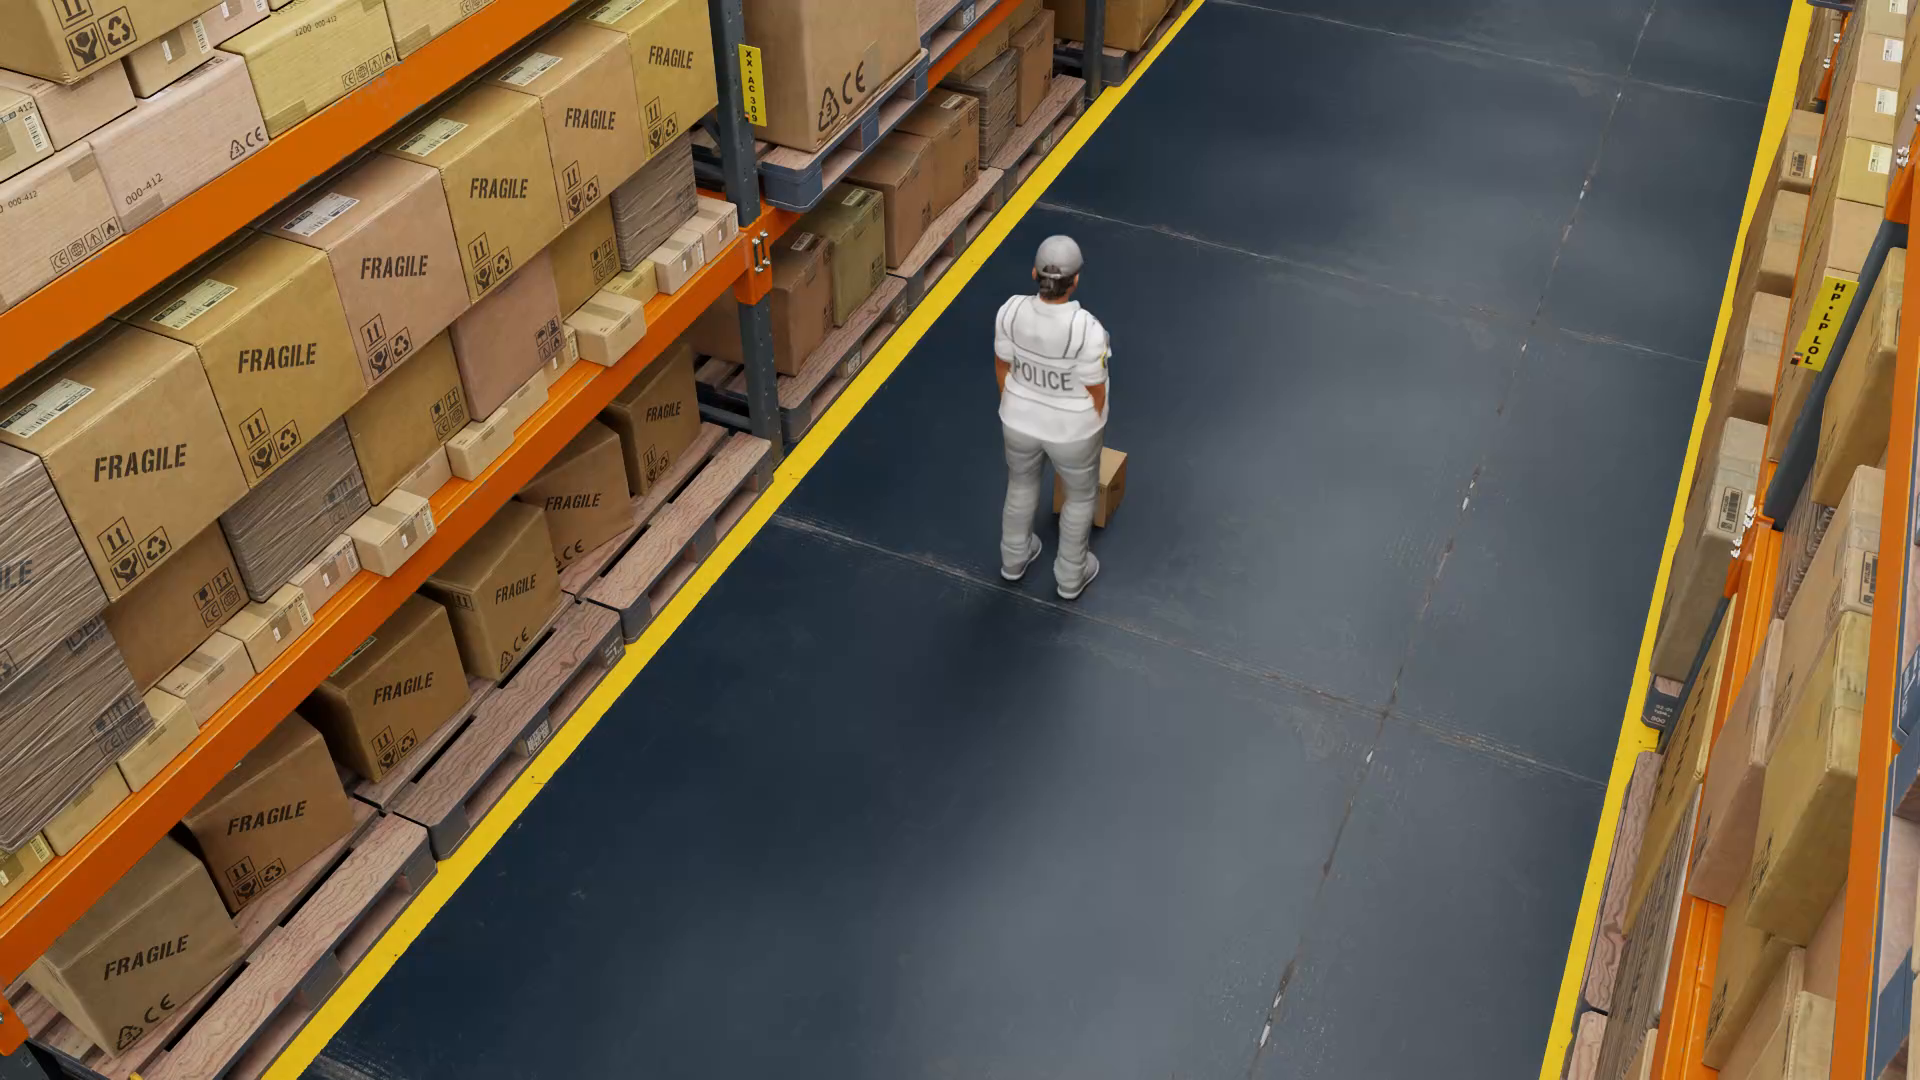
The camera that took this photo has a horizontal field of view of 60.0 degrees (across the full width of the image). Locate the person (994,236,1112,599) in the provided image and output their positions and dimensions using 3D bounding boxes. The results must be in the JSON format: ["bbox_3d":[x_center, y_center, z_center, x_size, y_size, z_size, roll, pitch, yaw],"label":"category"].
[{"bbox_3d":[0.363,-0.484,6.704,0.473,1.656,0.389,18,45,19],"label":"person"}]
